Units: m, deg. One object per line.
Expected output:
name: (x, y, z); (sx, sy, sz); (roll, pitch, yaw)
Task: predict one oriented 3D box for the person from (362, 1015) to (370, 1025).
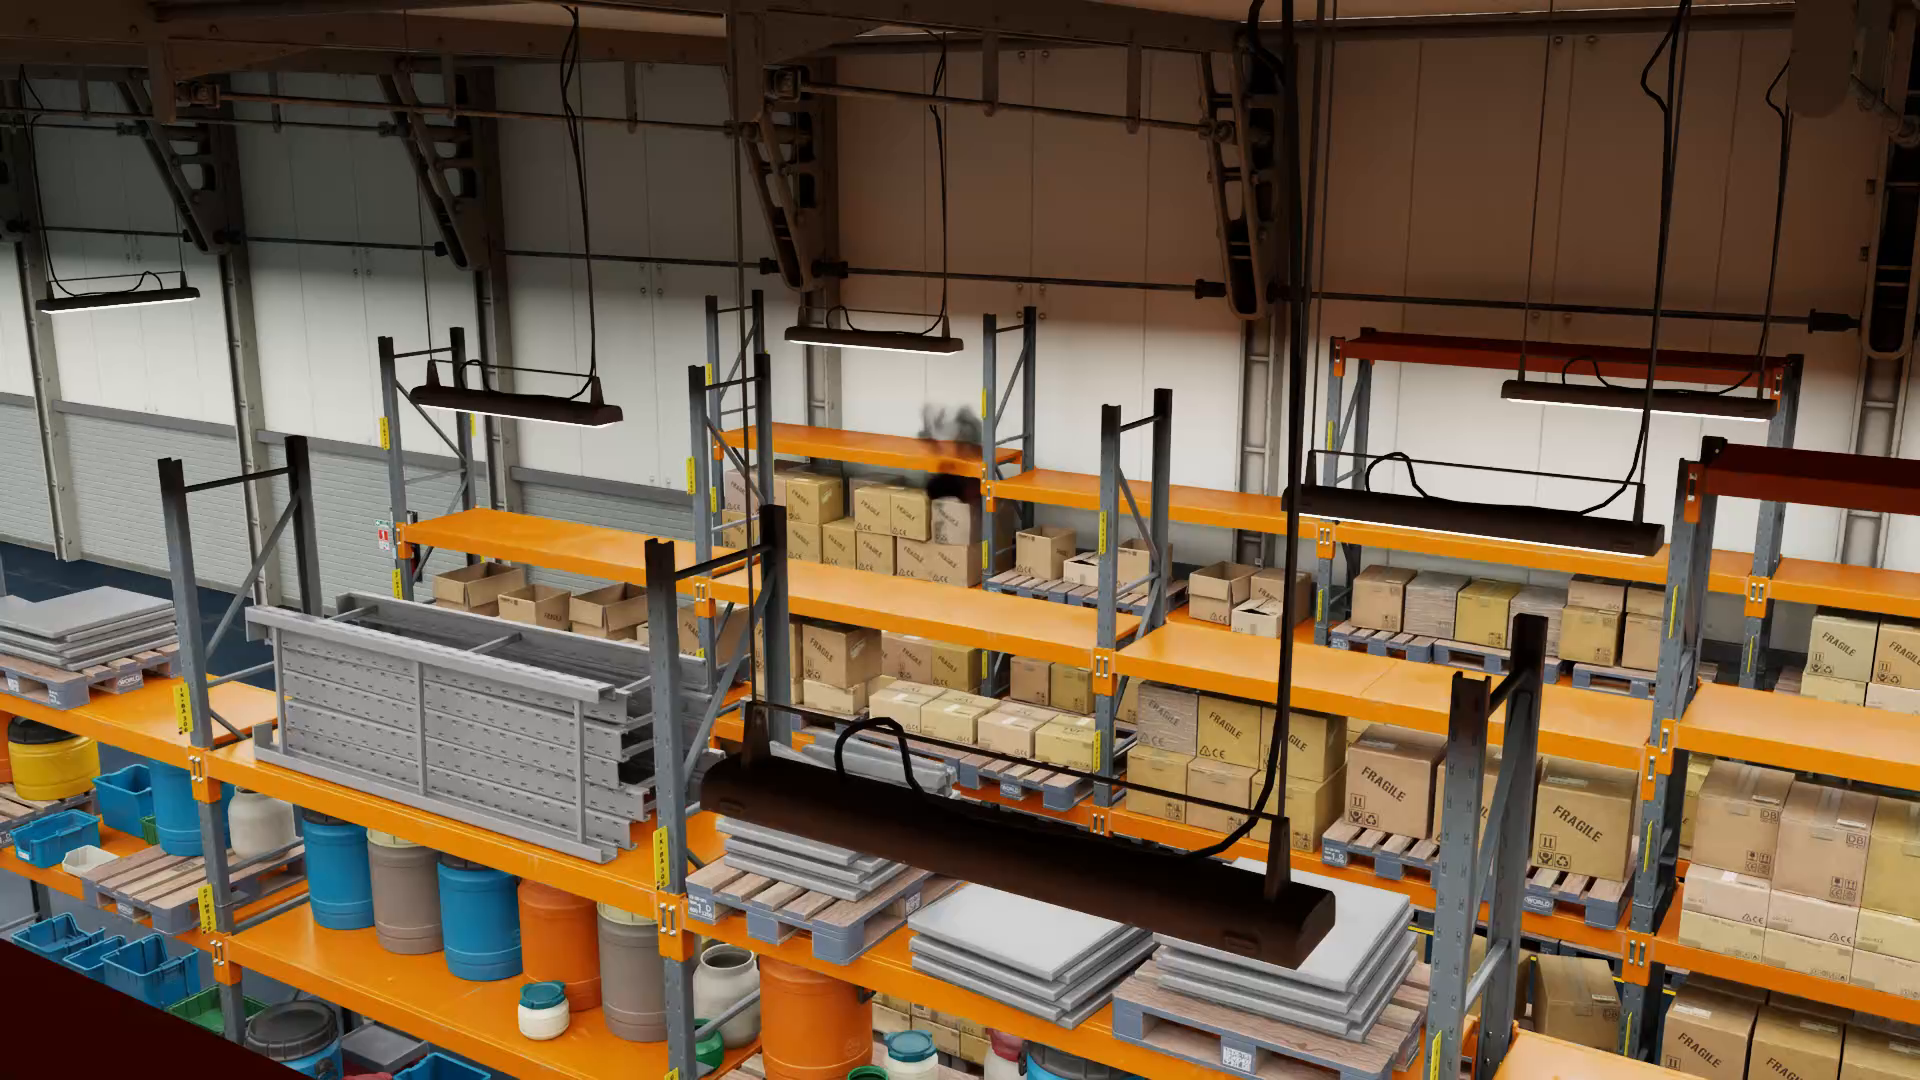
person: (-5.068, 3.781, 14.296); (0.597, 1.738, 0.715); (7, 16, 27)
